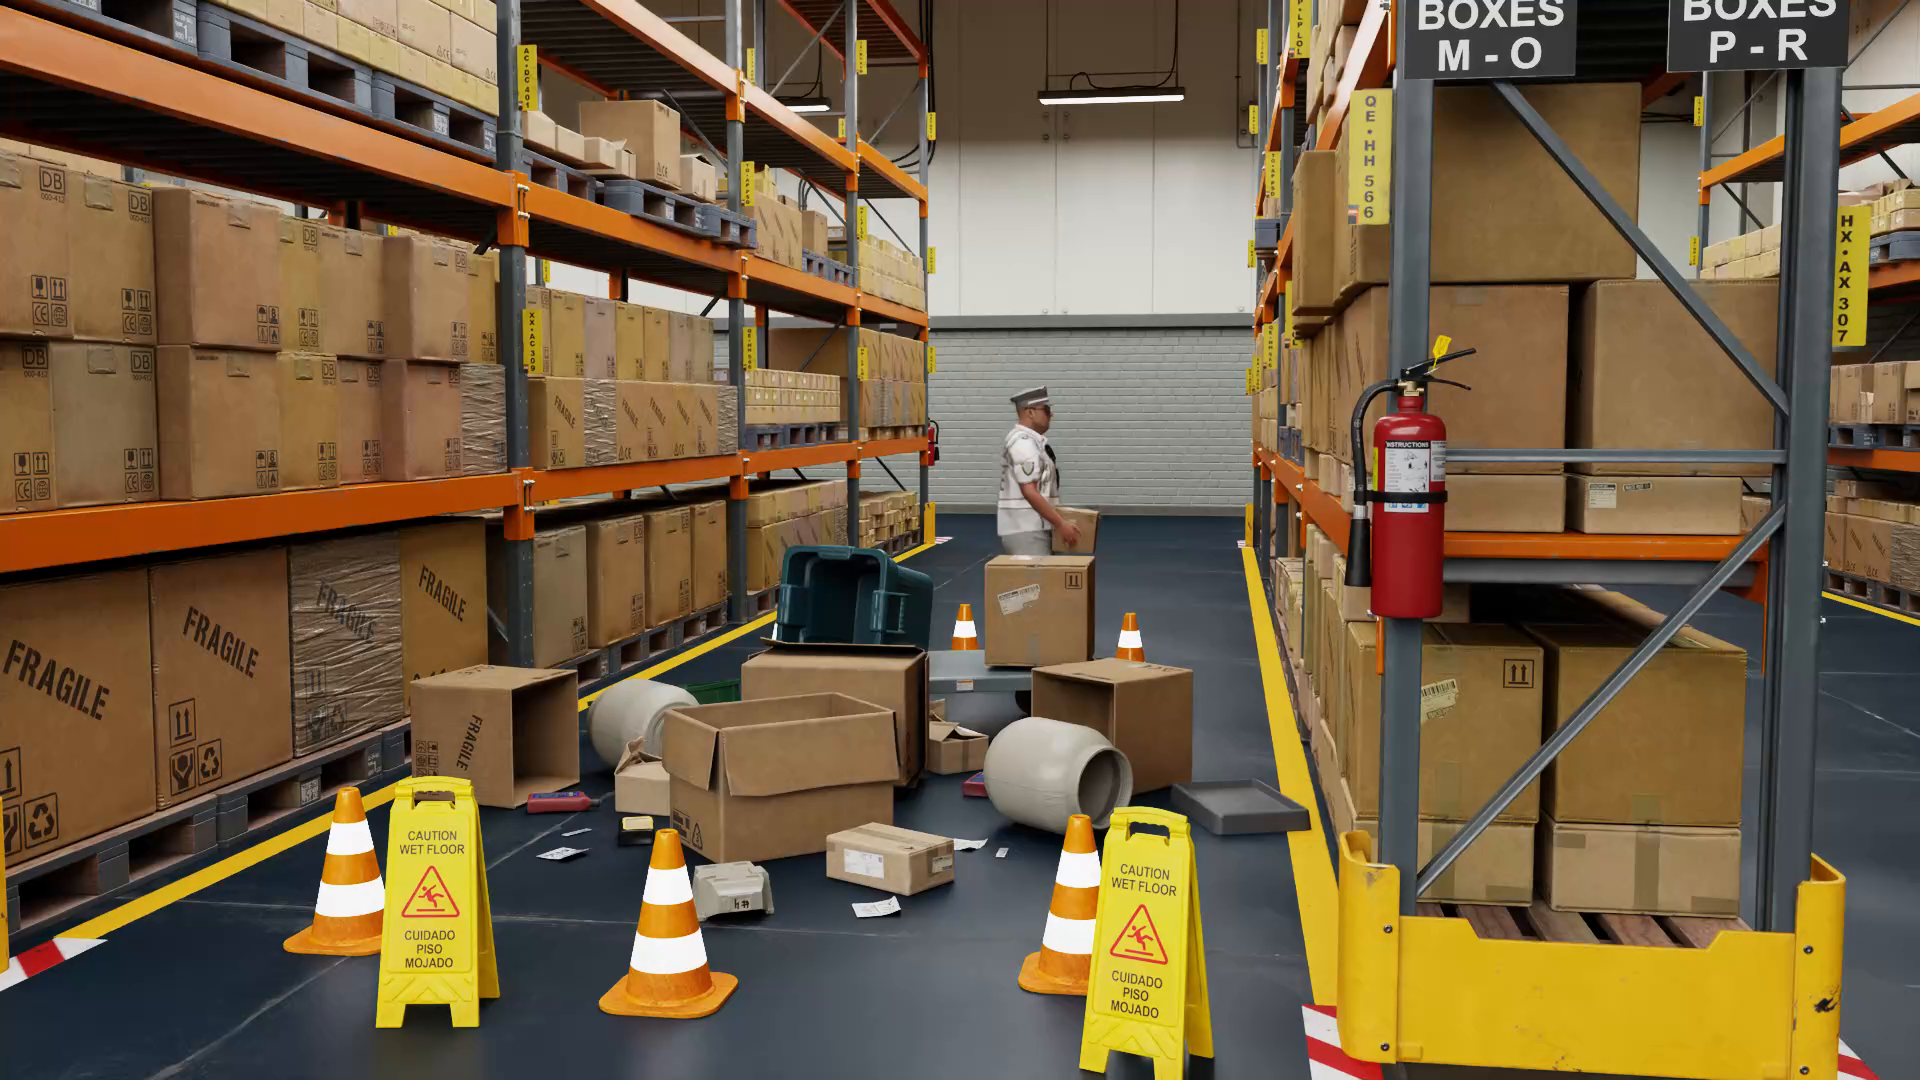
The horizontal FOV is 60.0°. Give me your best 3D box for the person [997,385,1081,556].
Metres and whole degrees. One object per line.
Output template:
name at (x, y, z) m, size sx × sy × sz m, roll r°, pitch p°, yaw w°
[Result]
person at (0.485, -0.044, 10.016) m, size 0.512 × 1.768 × 0.530 m, roll 1°, pitch 4°, yaw 8°
